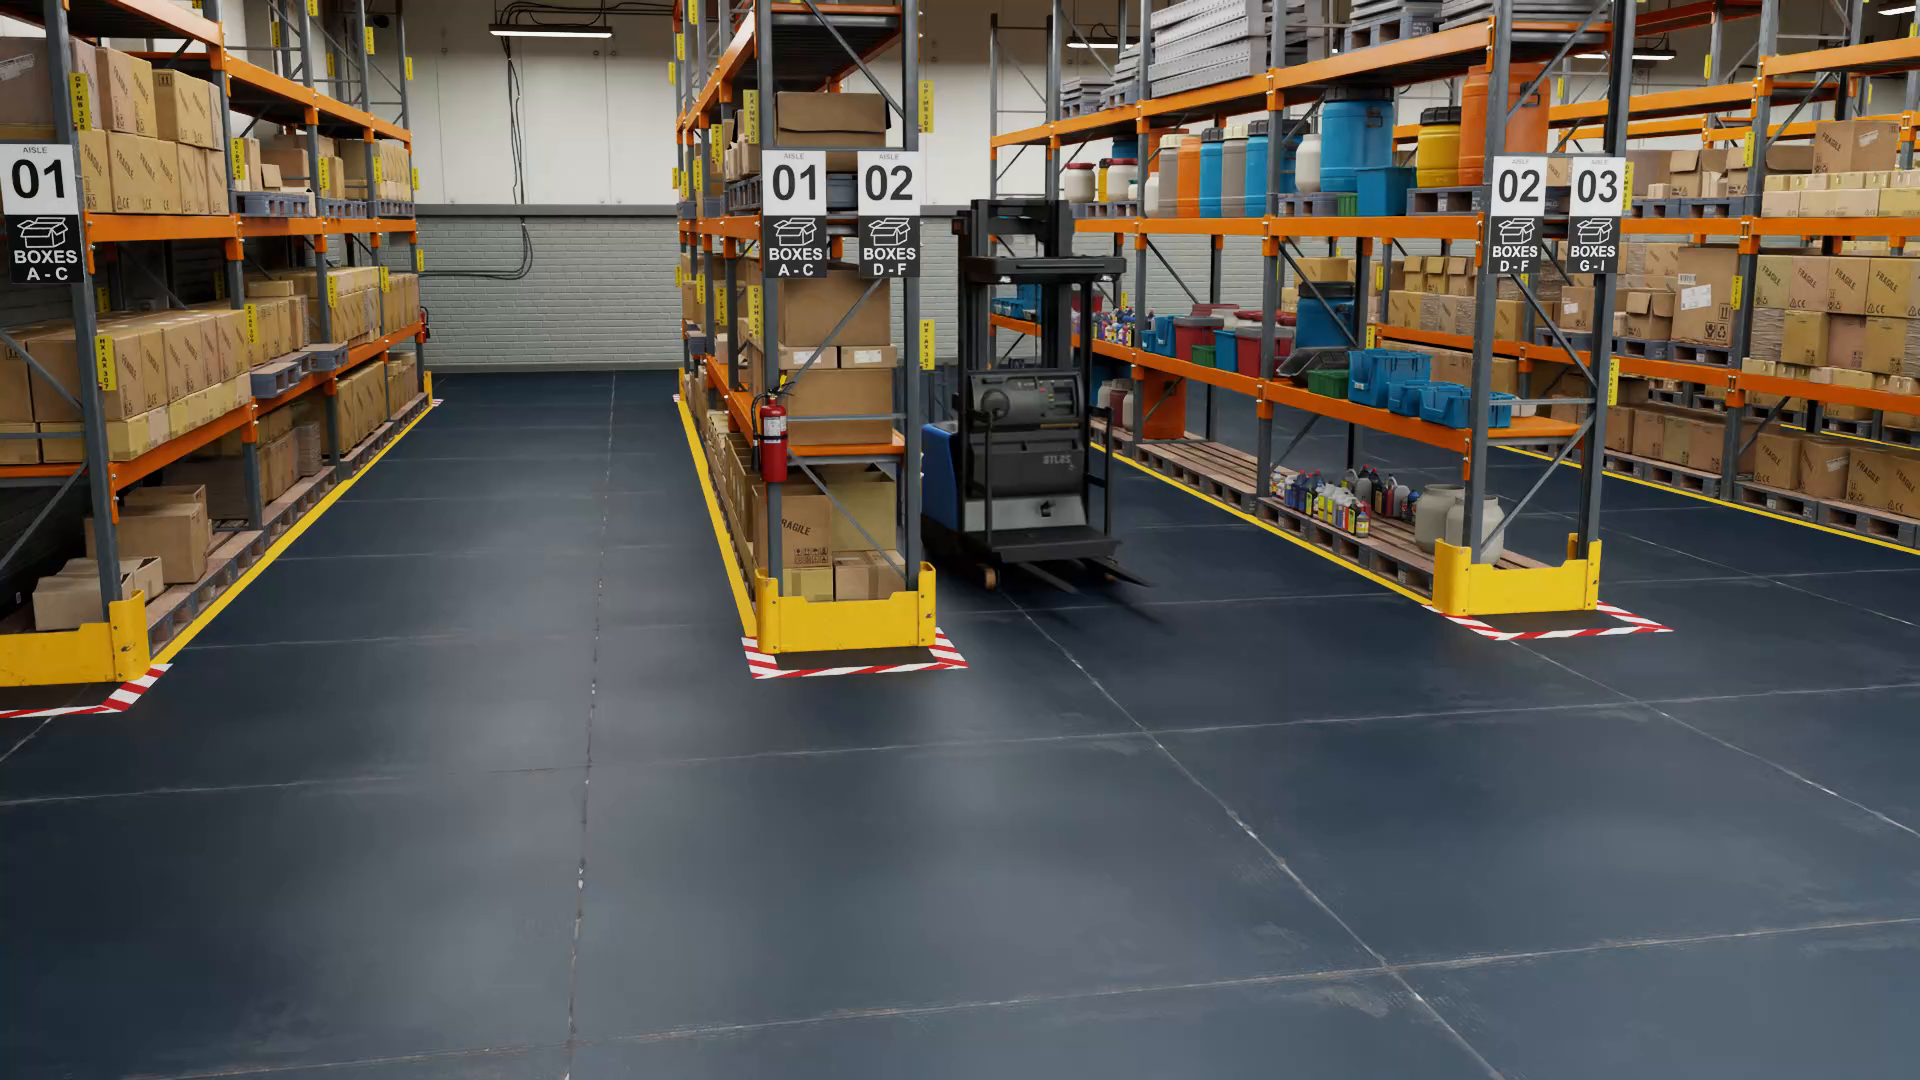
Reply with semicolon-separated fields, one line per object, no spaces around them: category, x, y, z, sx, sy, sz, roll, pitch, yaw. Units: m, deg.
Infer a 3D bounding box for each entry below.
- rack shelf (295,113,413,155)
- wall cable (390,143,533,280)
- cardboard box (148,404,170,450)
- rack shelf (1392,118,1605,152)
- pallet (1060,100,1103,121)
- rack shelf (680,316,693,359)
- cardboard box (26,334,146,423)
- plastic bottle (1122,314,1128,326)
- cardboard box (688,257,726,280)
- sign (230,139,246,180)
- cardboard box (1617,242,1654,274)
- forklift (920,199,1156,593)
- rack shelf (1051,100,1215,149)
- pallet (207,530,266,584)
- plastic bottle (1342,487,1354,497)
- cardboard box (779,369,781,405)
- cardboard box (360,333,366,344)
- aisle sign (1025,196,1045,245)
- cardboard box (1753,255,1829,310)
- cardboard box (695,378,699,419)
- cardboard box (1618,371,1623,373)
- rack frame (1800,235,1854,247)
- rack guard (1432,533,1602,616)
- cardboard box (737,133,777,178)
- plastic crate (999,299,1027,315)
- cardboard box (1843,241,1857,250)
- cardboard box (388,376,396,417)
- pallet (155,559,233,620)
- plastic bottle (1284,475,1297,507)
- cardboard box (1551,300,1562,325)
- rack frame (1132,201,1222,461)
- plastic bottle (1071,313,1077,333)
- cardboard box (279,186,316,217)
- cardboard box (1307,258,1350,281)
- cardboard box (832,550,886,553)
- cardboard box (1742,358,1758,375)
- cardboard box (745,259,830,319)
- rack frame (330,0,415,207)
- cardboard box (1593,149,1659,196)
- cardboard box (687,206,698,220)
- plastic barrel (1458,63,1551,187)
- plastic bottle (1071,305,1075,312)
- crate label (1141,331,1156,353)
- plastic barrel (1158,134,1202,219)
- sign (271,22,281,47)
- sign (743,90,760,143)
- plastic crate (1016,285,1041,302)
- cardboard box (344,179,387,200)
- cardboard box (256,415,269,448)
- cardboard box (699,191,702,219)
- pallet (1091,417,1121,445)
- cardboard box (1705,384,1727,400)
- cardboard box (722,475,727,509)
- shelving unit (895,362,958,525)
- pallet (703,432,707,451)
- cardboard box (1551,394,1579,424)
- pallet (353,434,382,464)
rack shelf;-8.344;-5.574;22.907;1.077;0.370;4.000;-2;11;-11
wall cable;-9.482;-6.015;30.538;3.097;2.526;0.112;-2;11;-11
cardboard box;-5.519;-0.741;10.913;0.500;0.250;0.500;-2;11;-13
rack shelf;7.010;-5.380;21.892;1.077;0.370;4.000;-2;11;-11
pallet;1.954;-5.677;22.031;1.003;0.211;1.213;-2;11;-11
rack shelf;-3.486;-3.004;24.380;1.077;0.370;4.000;-2;11;-11
cardboard box;-5.419;-1.012;10.332;0.500;0.500;0.500;-2;11;-11
plastic bottle;2.207;-2.879;22.143;0.097;0.271;0.097;0;11;0
cardboard box;-3.449;-3.614;22.721;0.500;0.500;0.500;-2;11;-11
sign;-5.868;-3.091;13.509;0.100;0.325;0.005;-2;11;-11
cardboard box;10.841;-4.558;26.885;0.500;0.500;0.500;-2;11;-13
forklift;0.600;-1.146;12.879;1.130;2.935;3.031;-4;11;-18
rack shelf;2.152;-5.200;20.945;1.077;0.370;4.000;-2;11;-11
pallet;-6.234;0.149;13.347;1.003;0.211;1.213;-2;11;-11
plastic bottle;3.329;-0.315;14.437;0.152;0.276;0.135;-2;11;-11
cardboard box;-0.948;-1.021;11.771;0.700;0.500;0.500;-2;11;-10
cardboard box;-7.442;-2.456;20.197;0.380;0.149;0.250;-2;11;-11
aisle sign;1.258;-5.204;27.065;0.394;0.787;0.004;-2;11;-11
cardboard box;8.015;-2.477;15.953;0.500;0.500;0.500;-2;11;-11
cardboard box;-3.242;-1.881;22.066;0.500;0.500;0.500;-3;11;-14
cardboard box;10.935;-2.804;27.110;0.380;0.149;0.250;-2;11;-8
rack frame;15.564;-4.444;30.023;1.000;3.000;0.127;-2;11;-11
rack guard;4.036;0.247;12.063;1.175;0.500;0.348;-2;11;-11
cardboard box;-1.353;-2.798;12.093;0.500;0.311;0.500;-1;11;-4
plastic crate;0.838;-3.673;26.258;0.416;0.233;0.300;-2;11;-11
cardboard box;15.489;-5.083;28.703;0.380;0.149;0.250;-2;11;-13
cardboard box;-8.000;-1.929;22.371;0.700;0.500;0.500;-2;11;-10
pallet;-5.993;0.374;12.169;1.003;0.211;1.213;-2;11;-11
plastic bottle;3.041;-0.448;15.136;0.152;0.276;0.135;-2;11;-9
cardboard box;7.572;-2.765;20.932;0.500;0.500;0.500;-2;11;-9
rack frame;2.541;-2.436;19.474;1.000;3.000;0.127;-2;11;-11
plastic bottle;1.546;-2.919;22.352;0.097;0.271;0.097;0;11;0
cardboard box;-6.772;-3.393;16.665;0.500;0.311;0.500;-2;11;-11
cardboard box;5.876;-4.240;26.552;0.500;0.500;0.500;-2;11;-13
cardboard box;-0.750;0.157;12.081;0.500;0.250;0.500;-2;11;-11
cardboard box;7.924;-1.709;16.325;0.380;0.149;0.250;-2;11;-11
cardboard box;-1.448;-2.129;14.120;0.700;0.500;0.500;-2;11;-11
rack frame;-8.733;-6.490;24.729;1.000;3.000;0.127;-2;11;-11
cardboard box;7.438;-4.104;18.609;0.500;0.500;0.500;-2;11;-13
cardboard box;-3.452;-4.470;22.537;0.500;0.250;0.500;-2;11;-11
plastic barrel;3.878;-2.944;11.850;0.600;0.830;0.708;-2;11;-11
plastic bottle;1.521;-3.062;22.893;0.144;0.351;0.185;-2;11;-11
crate label;2.255;-2.263;19.012;0.303;0.233;0.416;-2;11;-11
plastic barrel;2.488;-3.998;18.314;0.600;0.901;0.600;0;11;0
sign;-8.504;-6.278;20.690;0.100;0.325;0.005;-2;11;-11
sign;-1.298;-2.642;10.377;0.100;0.325;0.005;-2;11;-11
plastic crate;1.233;-3.896;26.887;0.616;0.435;0.499;-2;11;-11
cardboard box;-7.831;-4.601;21.837;0.500;0.250;0.500;-2;11;-11
cardboard box;-6.752;-1.009;15.480;0.500;0.250;0.500;-2;11;-13
cardboard box;-2.536;-3.952;19.147;0.910;0.500;0.500;-2;11;-11
pallet;2.113;-1.433;21.660;1.003;0.211;1.213;-2;11;-11
cardboard box;11.390;-2.345;24.557;0.500;0.500;0.500;-2;11;-9
cardboard box;-1.906;-0.444;15.239;0.500;0.250;0.500;-2;11;-12
shelving unit;-0.189;-0.799;14.881;0.538;1.500;1.048;-4;11;-18
pallet;-2.661;-1.249;20.692;1.003;0.211;1.213;-2;11;-11
cardboard box;7.549;-1.482;19.971;0.700;0.500;0.500;-3;11;-14
pallet;-7.490;-1.077;19.789;1.003;0.211;1.213;-2;11;-11
